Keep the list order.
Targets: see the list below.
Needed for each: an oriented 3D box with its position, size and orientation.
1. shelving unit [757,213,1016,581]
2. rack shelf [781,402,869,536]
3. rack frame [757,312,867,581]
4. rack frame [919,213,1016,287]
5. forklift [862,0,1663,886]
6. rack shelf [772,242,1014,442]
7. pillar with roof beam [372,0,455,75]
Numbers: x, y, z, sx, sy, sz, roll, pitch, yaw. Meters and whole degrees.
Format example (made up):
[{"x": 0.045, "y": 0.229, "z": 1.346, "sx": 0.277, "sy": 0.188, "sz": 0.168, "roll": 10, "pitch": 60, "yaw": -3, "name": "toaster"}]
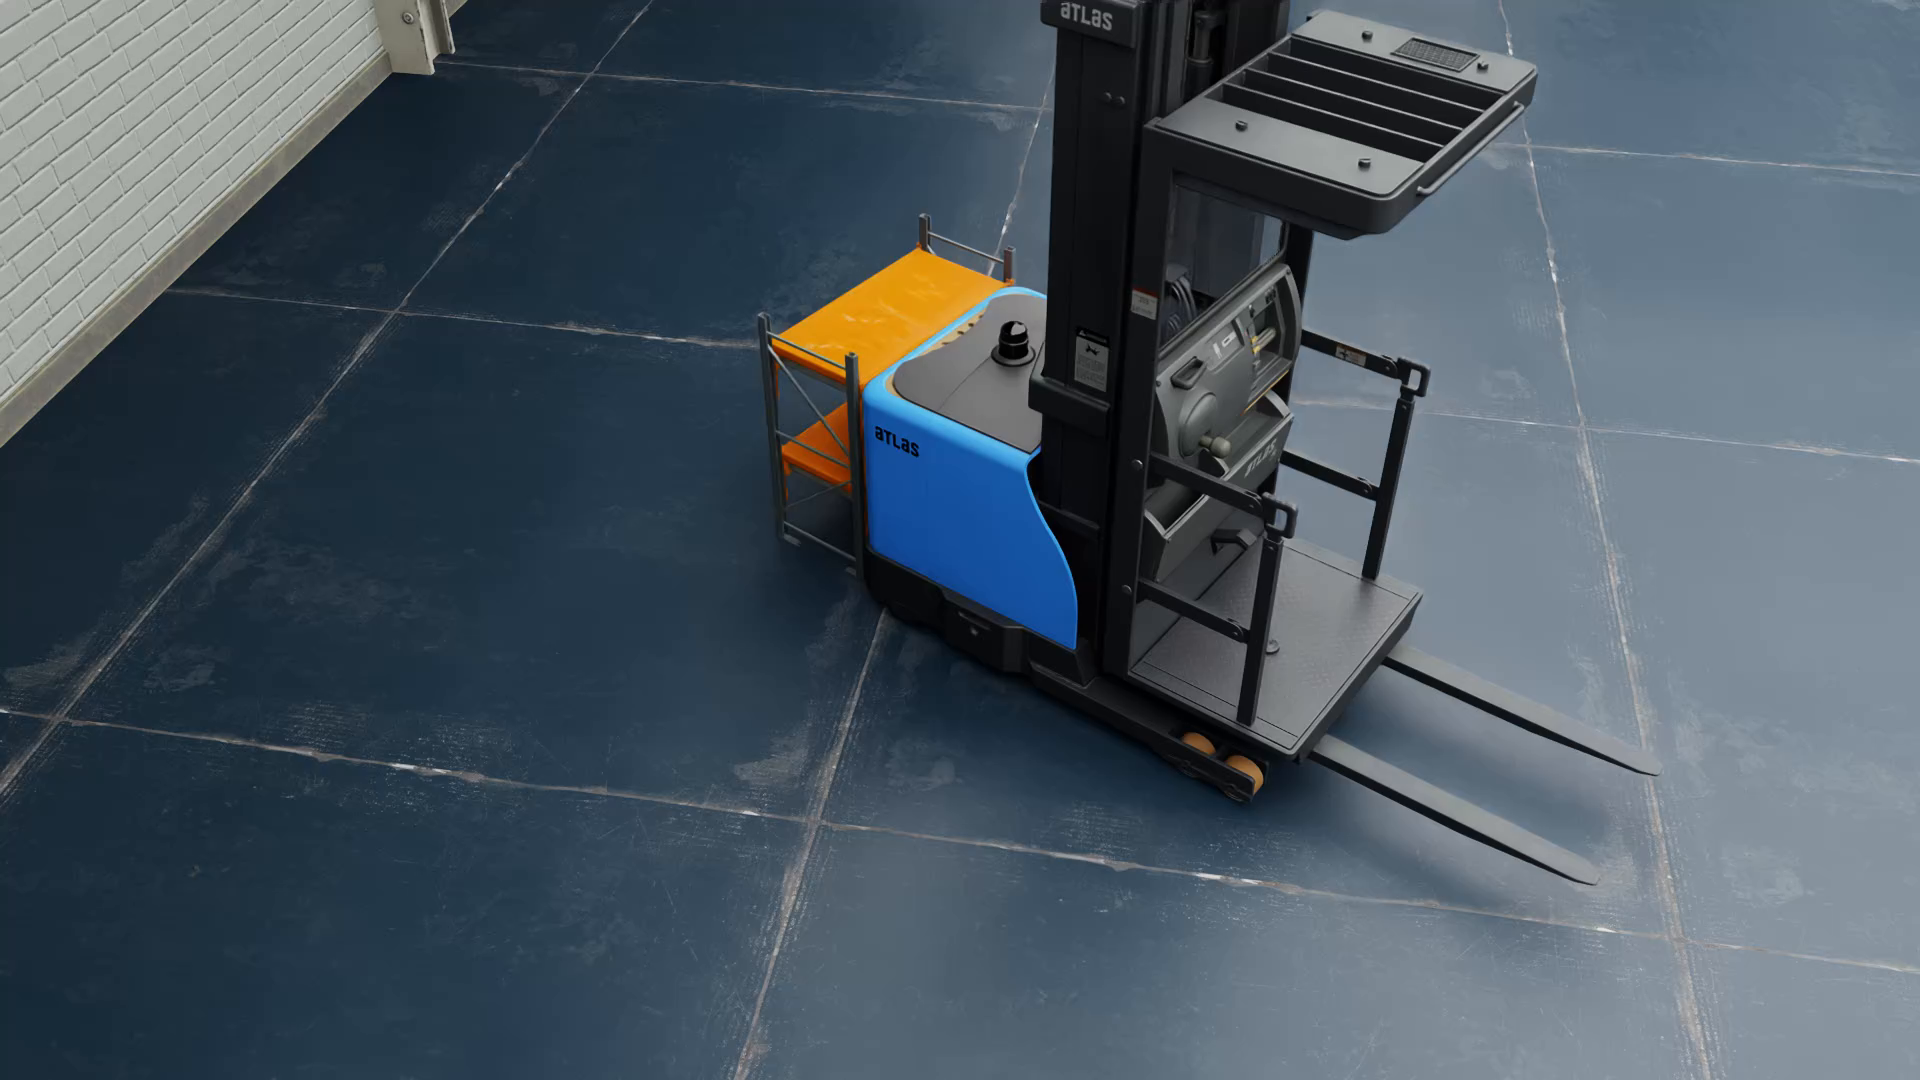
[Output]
[{"x": -0.282, "y": -0.619, "z": 7.116, "sx": 0.538, "sy": 1.125, "sz": 1.048, "roll": 26, "pitch": 46, "yaw": 28, "name": "shelving unit"}, {"x": -0.282, "y": -0.431, "z": 7.272, "sx": 0.538, "sy": 0.278, "sz": 1.000, "roll": 26, "pitch": 46, "yaw": 28, "name": "rack shelf"}, {"x": -0.594, "y": -0.363, "z": 6.806, "sx": 0.500, "sy": 1.125, "sz": 0.032, "roll": 26, "pitch": 46, "yaw": 28, "name": "rack frame"}, {"x": 0.029, "y": -0.875, "z": 7.425, "sx": 0.500, "sy": 1.125, "sz": 0.032, "roll": 26, "pitch": 46, "yaw": 28, "name": "rack frame"}, {"x": 1.098, "y": -0.561, "z": 5.628, "sx": 3.031, "sy": 2.935, "sz": 1.130, "roll": 26, "pitch": 46, "yaw": 28, "name": "forklift"}, {"x": -0.283, "y": -0.845, "z": 6.929, "sx": 0.538, "sy": 0.278, "sz": 1.000, "roll": 26, "pitch": 46, "yaw": 28, "name": "rack shelf"}, {"x": 0.640, "y": -6.199, "z": 7.686, "sx": 9.100, "sy": 9.000, "sz": 0.400, "roll": 6, "pitch": 40, "yaw": 8, "name": "pillar with roof beam"}]
